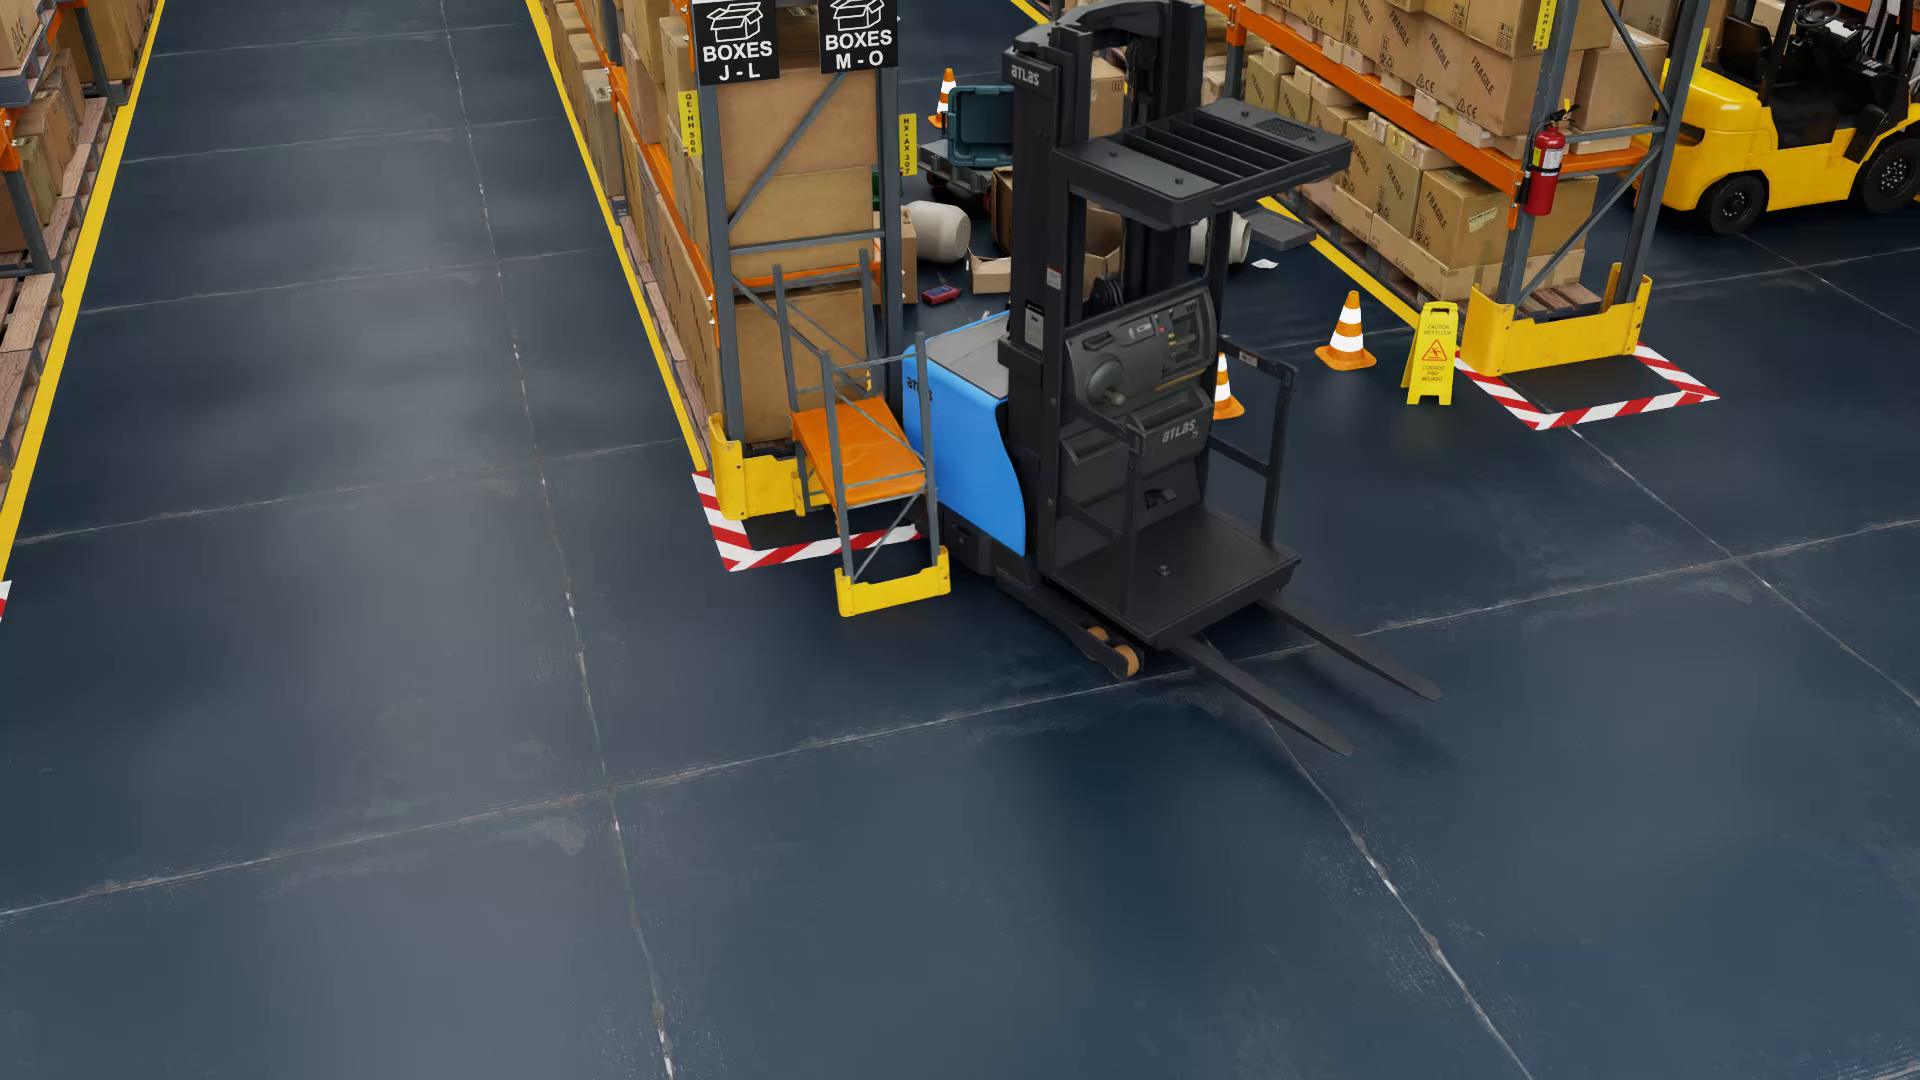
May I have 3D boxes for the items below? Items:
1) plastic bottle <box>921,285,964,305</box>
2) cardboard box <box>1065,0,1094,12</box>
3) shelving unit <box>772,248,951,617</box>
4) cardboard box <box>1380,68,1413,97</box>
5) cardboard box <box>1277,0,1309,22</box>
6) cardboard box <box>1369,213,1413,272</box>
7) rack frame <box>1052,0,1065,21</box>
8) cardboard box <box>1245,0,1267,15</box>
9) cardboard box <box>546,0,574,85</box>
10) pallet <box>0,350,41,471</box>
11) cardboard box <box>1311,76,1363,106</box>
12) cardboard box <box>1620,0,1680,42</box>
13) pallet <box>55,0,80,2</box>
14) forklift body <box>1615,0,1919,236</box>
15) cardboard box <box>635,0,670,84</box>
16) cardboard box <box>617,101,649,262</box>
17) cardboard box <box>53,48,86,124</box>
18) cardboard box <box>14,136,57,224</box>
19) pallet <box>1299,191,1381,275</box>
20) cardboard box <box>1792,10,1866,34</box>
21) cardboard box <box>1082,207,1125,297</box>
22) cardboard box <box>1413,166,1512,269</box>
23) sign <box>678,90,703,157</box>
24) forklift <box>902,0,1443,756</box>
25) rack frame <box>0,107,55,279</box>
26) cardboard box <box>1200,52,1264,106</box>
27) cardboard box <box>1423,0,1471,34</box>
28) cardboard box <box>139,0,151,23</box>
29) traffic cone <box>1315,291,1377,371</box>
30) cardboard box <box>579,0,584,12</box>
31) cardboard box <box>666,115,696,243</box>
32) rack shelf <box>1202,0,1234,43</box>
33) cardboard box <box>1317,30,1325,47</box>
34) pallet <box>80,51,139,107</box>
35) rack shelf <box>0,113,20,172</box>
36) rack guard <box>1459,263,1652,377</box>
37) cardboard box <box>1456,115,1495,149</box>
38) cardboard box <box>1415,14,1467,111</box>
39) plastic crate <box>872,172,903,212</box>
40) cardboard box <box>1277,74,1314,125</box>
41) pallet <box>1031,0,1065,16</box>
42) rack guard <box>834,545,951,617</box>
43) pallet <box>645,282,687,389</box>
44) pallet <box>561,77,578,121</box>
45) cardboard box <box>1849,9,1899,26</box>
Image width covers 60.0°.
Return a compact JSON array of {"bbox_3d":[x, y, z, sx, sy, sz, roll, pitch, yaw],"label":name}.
[{"bbox_3d":[-0.118,-1.719,11.616,0.283,0.061,0.133,-23,40,-31],"label":"plastic bottle"},{"bbox_3d":[1.603,-5.417,16.549,0.950,0.372,0.625,-12,35,-18],"label":"cardboard box"},{"bbox_3d":[-0.525,-0.568,8.540,0.587,1.500,1.083,-13,35,-13],"label":"shelving unit"},{"bbox_3d":[3.106,-3.152,11.346,0.380,0.149,0.250,-10,35,-15],"label":"cardboard box"},{"bbox_3d":[2.704,-4.165,12.291,0.500,0.500,0.500,-10,35,-15],"label":"cardboard box"},{"bbox_3d":[3.227,-2.117,11.665,0.500,0.250,0.500,-10,35,-15],"label":"cardboard box"},{"bbox_3d":[1.440,-6.637,16.392,1.000,3.000,0.127,-10,35,-15],"label":"rack frame"},{"bbox_3d":[2.451,-4.212,12.951,0.380,0.149,0.250,-10,35,-15],"label":"cardboard box"},{"bbox_3d":[-3.143,-4.653,15.050,1.050,0.750,0.750,-10,35,-15],"label":"cardboard box"},{"bbox_3d":[-6.163,-0.718,9.965,1.003,0.211,1.213,-10,35,-15],"label":"pallet"},{"bbox_3d":[2.808,-3.307,12.197,0.380,0.149,0.250,-8,34,-12],"label":"cardboard box"},{"bbox_3d":[6.987,-5.238,16.049,0.875,0.625,0.625,-10,35,-15],"label":"cardboard box"},{"bbox_3d":[-7.679,-4.534,13.384,1.213,0.211,1.003,-10,35,-15],"label":"pallet"},{"bbox_3d":[6.291,-3.608,12.578,2.313,2.155,1.214,-10,35,-15],"label":"forklift body"},{"bbox_3d":[-1.462,-3.112,9.942,0.875,0.550,0.500,-10,35,-15],"label":"cardboard box"},{"bbox_3d":[-1.898,-2.598,11.826,0.875,0.875,0.875,-9,35,-14],"label":"cardboard box"},{"bbox_3d":[-7.774,-3.762,13.911,0.700,0.500,0.500,-12,35,-17],"label":"cardboard box"},{"bbox_3d":[-7.072,-2.590,12.137,0.700,0.500,0.500,-10,35,-15],"label":"cardboard box"},{"bbox_3d":[3.275,-2.385,12.487,1.003,0.211,1.213,-10,35,-15],"label":"pallet"},{"bbox_3d":[7.381,-4.241,13.974,0.500,0.250,0.500,-10,35,-15],"label":"cardboard box"},{"bbox_3d":[0.934,-1.891,11.475,0.637,0.503,0.797,19,38,26],"label":"cardboard box"},{"bbox_3d":[3.388,-2.154,11.041,0.500,0.500,0.500,-10,35,-14],"label":"cardboard box"},{"bbox_3d":[-1.324,-2.049,8.184,0.100,0.325,0.005,-10,35,-15],"label":"sign"},{"bbox_3d":[0.997,-0.862,7.715,1.130,2.935,3.031,-24,40,-32],"label":"forklift"},{"bbox_3d":[-6.777,-2.870,10.692,1.000,3.000,0.127,-10,35,-15],"label":"rack frame"},{"bbox_3d":[2.498,-3.890,14.239,0.950,0.372,0.625,-10,35,-14],"label":"cardboard box"},{"bbox_3d":[3.370,-3.518,10.405,0.700,0.500,0.500,-10,35,-14],"label":"cardboard box"},{"bbox_3d":[-8.730,-5.557,16.305,1.225,0.875,0.875,-11,35,-16],"label":"cardboard box"},{"bbox_3d":[2.521,-1.387,10.748,0.336,0.463,0.334,-10,35,-15],"label":"traffic cone"},{"bbox_3d":[-2.745,-4.452,12.996,0.500,0.500,0.500,-10,35,-14],"label":"cardboard box"},{"bbox_3d":[-1.148,-2.086,9.369,0.875,0.550,0.550,-10,35,-15],"label":"cardboard box"},{"bbox_3d":[2.050,-5.286,15.001,1.077,0.370,4.000,-10,35,-15],"label":"rack shelf"},{"bbox_3d":[2.841,-3.684,12.151,0.380,0.149,0.250,-10,35,-15],"label":"cardboard box"},{"bbox_3d":[-8.166,-4.233,15.284,1.003,0.211,1.213,-10,35,-15],"label":"pallet"},{"bbox_3d":[-6.167,-1.520,9.301,1.077,0.370,4.000,-10,35,-15],"label":"rack shelf"},{"bbox_3d":[3.857,-1.433,10.785,1.175,0.500,0.348,-10,35,-15],"label":"rack guard"},{"bbox_3d":[3.380,-2.606,10.521,0.380,0.149,0.250,-10,35,-15],"label":"cardboard box"},{"bbox_3d":[3.304,-3.104,10.686,0.500,0.500,0.500,-10,35,-15],"label":"cardboard box"},{"bbox_3d":[-0.722,-2.631,12.828,0.450,0.188,0.662,-2,32,16],"label":"plastic crate"},{"bbox_3d":[2.758,-3.243,12.689,0.500,0.500,0.500,-9,34,-13],"label":"cardboard box"},{"bbox_3d":[1.272,-5.900,17.806,1.003,0.211,1.213,-10,35,-15],"label":"pallet"},{"bbox_3d":[-0.341,0.209,8.497,0.587,0.250,0.087,-13,35,-13],"label":"rack guard"},{"bbox_3d":[-1.490,-1.433,11.047,1.003,0.211,1.213,-10,35,-15],"label":"pallet"},{"bbox_3d":[-3.074,-4.161,15.175,1.003,0.211,1.213,-10,35,-15],"label":"pallet"},{"bbox_3d":[7.890,-4.329,14.106,0.500,0.250,0.500,-11,35,-15],"label":"cardboard box"}]
